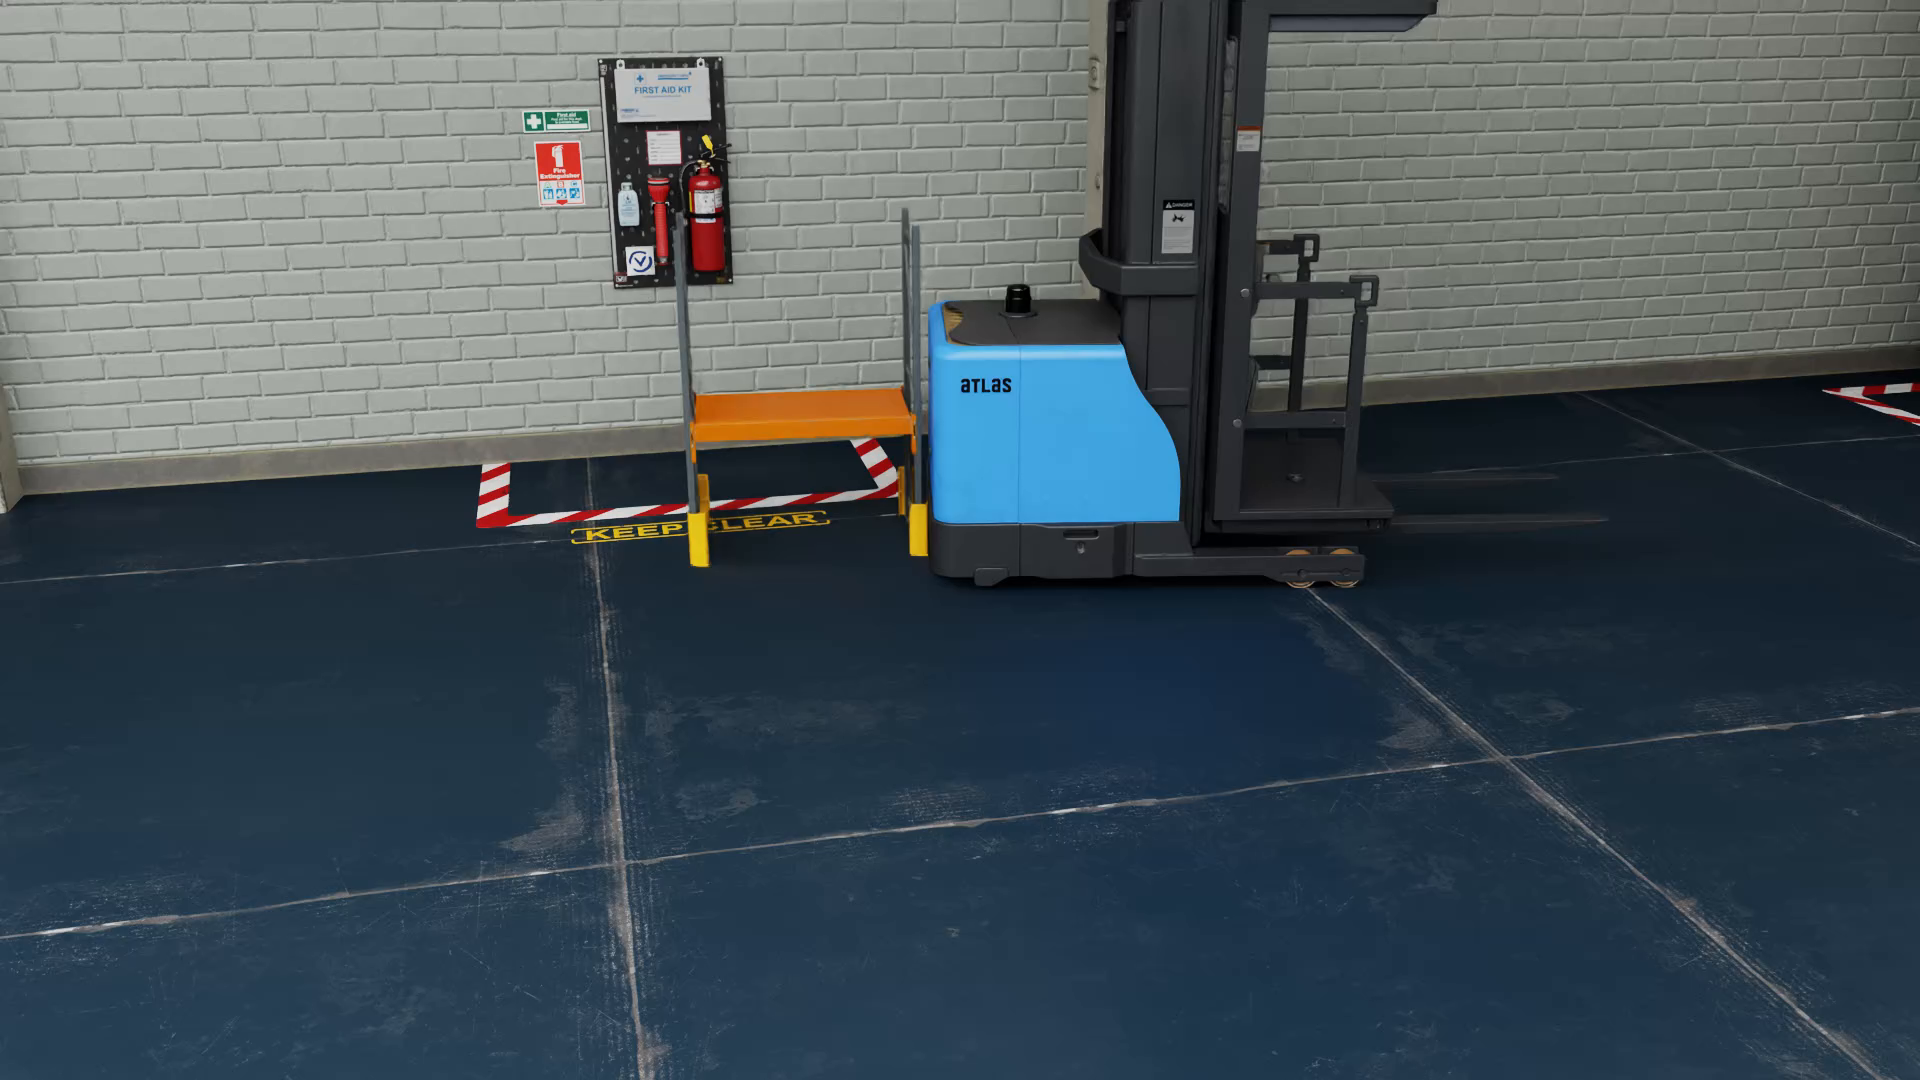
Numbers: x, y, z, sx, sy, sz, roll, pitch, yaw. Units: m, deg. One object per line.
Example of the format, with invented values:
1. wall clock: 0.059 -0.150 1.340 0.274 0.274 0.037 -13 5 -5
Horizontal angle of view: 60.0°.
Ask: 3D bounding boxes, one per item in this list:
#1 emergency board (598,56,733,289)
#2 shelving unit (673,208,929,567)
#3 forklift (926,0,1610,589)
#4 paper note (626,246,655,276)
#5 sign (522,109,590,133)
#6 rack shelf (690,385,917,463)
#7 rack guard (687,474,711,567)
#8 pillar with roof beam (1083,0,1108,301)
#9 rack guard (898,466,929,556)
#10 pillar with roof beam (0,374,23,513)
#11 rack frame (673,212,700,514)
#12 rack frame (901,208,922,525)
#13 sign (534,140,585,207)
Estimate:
1. emergency board: -1.491 -1.871 8.562 0.643 1.169 0.194 -5 21 -12
2. shelving unit: -0.715 -0.708 7.566 1.083 1.500 0.587 -3 20 -7
3. forklift: 1.371 -1.347 7.231 3.031 2.935 1.130 -1 20 -2
4. paper note: -1.680 -1.467 8.739 0.142 0.148 0.016 -5 21 -12
5. sign: -2.047 -2.125 8.433 0.331 0.109 0.001 -5 21 -12
6. rack shelf: -0.724 -0.538 7.627 1.000 0.185 0.538 -3 20 -7
7. rack guard: -1.209 -0.098 7.720 0.087 0.250 0.587 -3 20 -7
8. pillar with roof beam: 1.913 -3.430 4.096 0.400 9.000 9.100 -5 21 -12
9. rack guard: -0.222 -0.143 7.842 0.087 0.250 0.587 -3 20 -7
10. pillar with roof beam: -3.926 -2.955 2.799 0.400 9.000 9.100 -5 21 -12
11. rack frame: -1.228 -0.684 7.502 0.032 1.500 0.500 -3 20 -7
12. rack frame: -0.220 -0.730 7.627 0.032 1.500 0.500 -3 20 -7
13. sign: -2.053 -1.879 8.531 0.234 0.329 0.001 -5 21 -12
